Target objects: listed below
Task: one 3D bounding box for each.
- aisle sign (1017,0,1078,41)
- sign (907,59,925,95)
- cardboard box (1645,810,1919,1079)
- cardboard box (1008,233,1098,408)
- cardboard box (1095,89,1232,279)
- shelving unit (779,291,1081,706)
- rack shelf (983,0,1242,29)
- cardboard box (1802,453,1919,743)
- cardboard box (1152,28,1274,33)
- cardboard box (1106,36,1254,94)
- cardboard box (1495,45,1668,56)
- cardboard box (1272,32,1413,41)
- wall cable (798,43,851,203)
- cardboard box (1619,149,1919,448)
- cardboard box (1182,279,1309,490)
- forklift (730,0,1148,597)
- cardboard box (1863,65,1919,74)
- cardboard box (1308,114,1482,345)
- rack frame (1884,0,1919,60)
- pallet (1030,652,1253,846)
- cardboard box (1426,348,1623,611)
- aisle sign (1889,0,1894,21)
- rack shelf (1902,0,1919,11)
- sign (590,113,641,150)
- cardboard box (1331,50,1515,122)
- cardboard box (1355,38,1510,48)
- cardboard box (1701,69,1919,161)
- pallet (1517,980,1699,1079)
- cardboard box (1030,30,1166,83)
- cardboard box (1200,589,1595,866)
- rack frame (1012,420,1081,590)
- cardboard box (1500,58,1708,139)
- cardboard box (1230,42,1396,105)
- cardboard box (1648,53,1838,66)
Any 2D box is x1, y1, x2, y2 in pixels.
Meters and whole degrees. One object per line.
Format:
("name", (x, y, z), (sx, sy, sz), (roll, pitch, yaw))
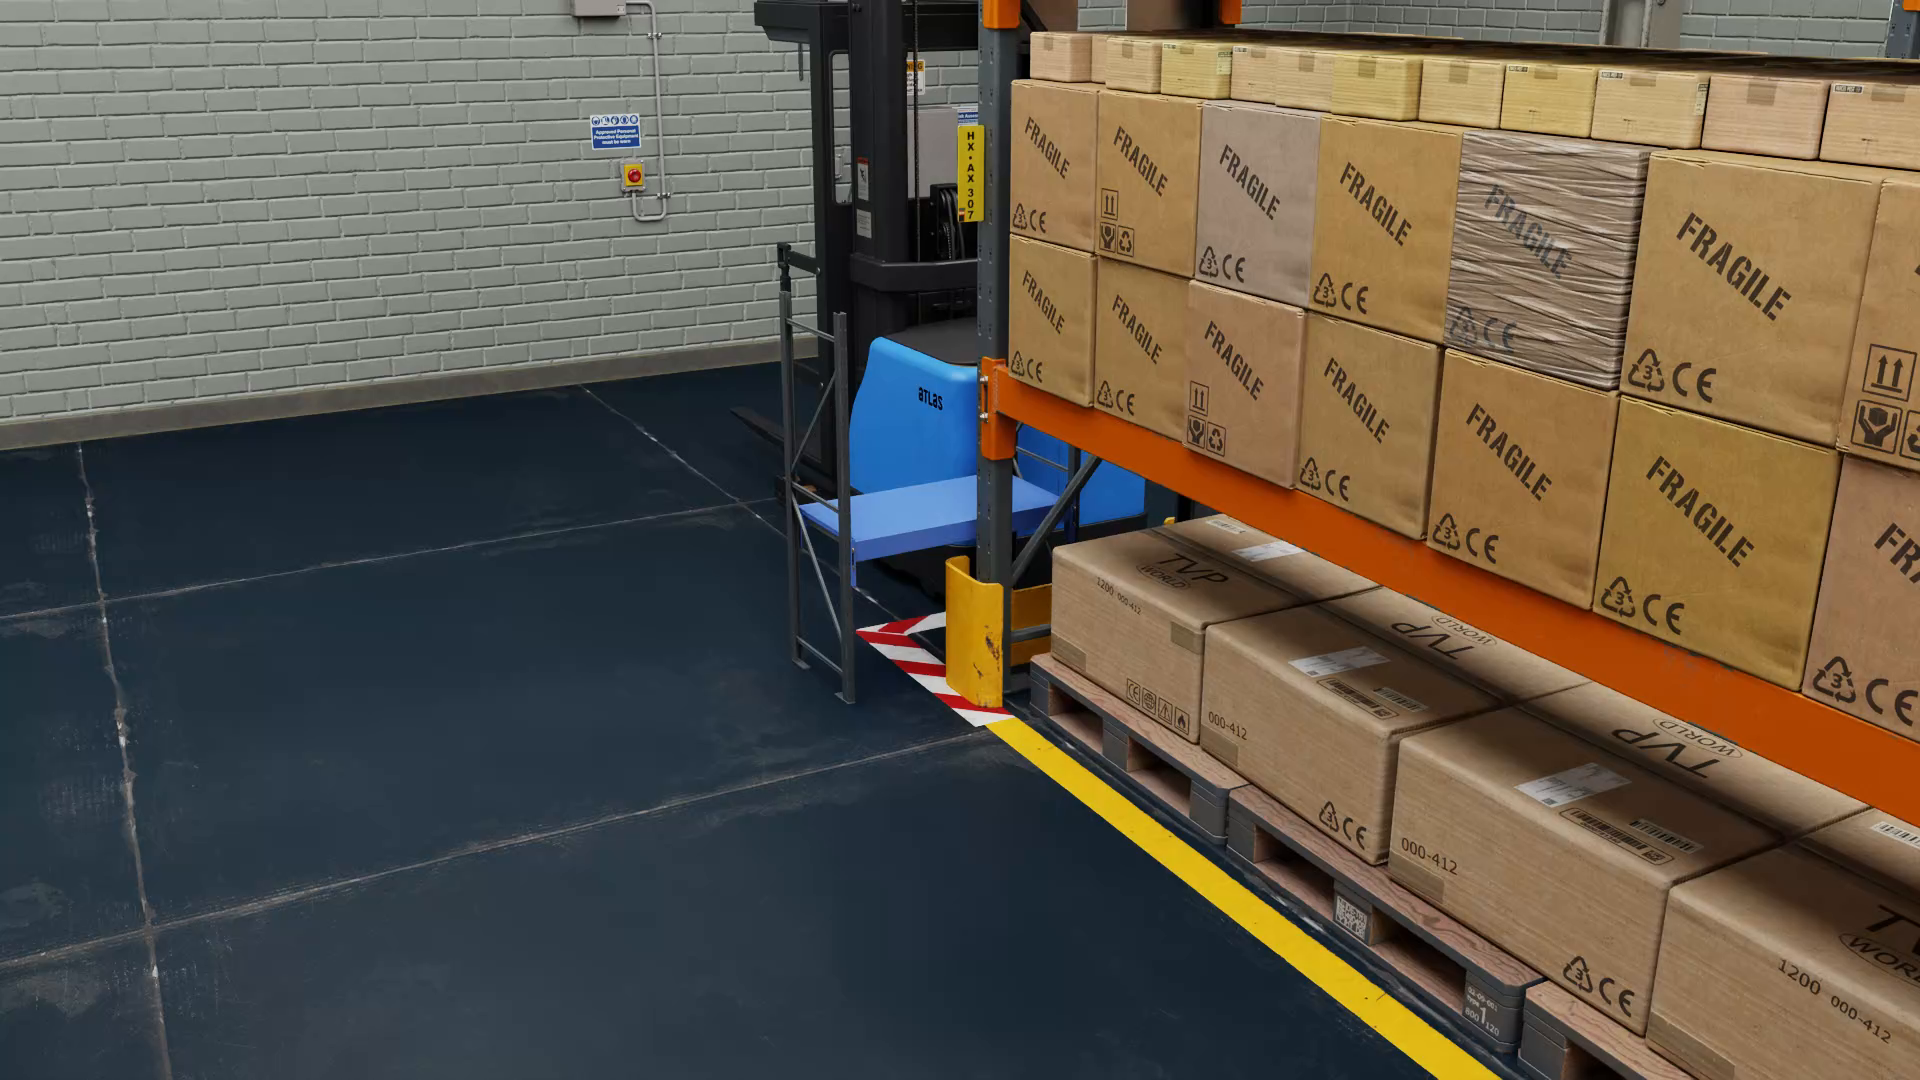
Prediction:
("aisle sign", (0.240, -2.110, 5.661), (0.394, 0.787, 0.004), (-10, 21, -27))
("sign", (-0.398, -3.245, 11.670), (0.339, 0.242, 0.001), (-10, 21, -27))
("cardboard box", (2.225, 1.059, 3.748), (0.875, 0.438, 0.875), (-10, 22, -27))
("cardboard box", (0.504, -0.770, 5.611), (0.500, 0.500, 0.500), (-10, 21, -27))
("cardboard box", (0.758, -1.096, 5.022), (0.500, 0.500, 0.500), (-11, 22, -28))
("shelving unit", (-0.102, -0.238, 6.520), (1.048, 1.500, 0.538), (-11, 22, -29))
("rack shelf", (1.479, -1.409, 4.120), (1.077, 0.370, 4.000), (-10, 21, -27))
("cardboard box", (1.983, 0.102, 3.083), (0.500, 0.500, 0.500), (-10, 21, -26))
("cardboard box", (0.876, -1.660, 5.662), (0.380, 0.149, 0.250), (-10, 21, -26))
("cardboard box", (0.664, -1.430, 4.997), (0.380, 0.149, 0.250), (-9, 21, -25))
("cardboard box", (1.638, -1.223, 4.398), (0.380, 0.149, 0.250), (-9, 21, -25))
("cardboard box", (1.214, -1.529, 5.284), (0.380, 0.149, 0.250), (-10, 22, -27))
("wall cable", (-0.926, -3.223, 11.317), (0.588, 1.984, 0.122), (-10, 21, -27))
("cardboard box", (1.728, -0.516, 3.343), (0.500, 0.500, 0.500), (-10, 22, -27))
("cardboard box", (0.995, -0.480, 4.771), (0.500, 0.500, 0.500), (-10, 21, -27))
("forklift", (-0.305, -1.563, 8.168), (1.130, 2.935, 3.031), (-10, 22, -28))
("cardboard box", (2.149, -0.933, 3.556), (0.380, 0.149, 0.250), (-10, 21, -27))
("cardboard box", (1.247, -0.806, 4.183), (0.500, 0.500, 0.500), (-10, 21, -26))
("rack frame", (4.896, -1.675, 8.387), (1.000, 3.000, 0.127), (-10, 21, -27))
("pallet", (0.978, 0.631, 5.980), (1.003, 0.211, 1.213), (-10, 21, -27))
("cardboard box", (1.483, -0.186, 3.920), (0.500, 0.500, 0.500), (-10, 22, -27))
("aisle sign", (4.605, -2.878, 7.888), (0.394, 0.787, 0.004), (-10, 21, -27))
("rack shelf", (5.845, -2.179, 6.351), (1.077, 0.370, 4.000), (-10, 21, -27))
("sign", (-2.240, -2.658, 10.821), (0.327, 0.218, 0.001), (-10, 21, -27))
("cardboard box", (1.153, -1.135, 4.142), (0.380, 0.149, 0.250), (-11, 22, -28))
("cardboard box", (1.359, -1.365, 4.807), (0.380, 0.149, 0.250), (-10, 22, -27))
("cardboard box", (1.727, -0.858, 3.338), (0.380, 0.149, 0.250), (-10, 21, -27))
("pallet", (2.136, 1.331, 3.950), (1.003, 0.211, 1.213), (-10, 21, -27))
("cardboard box", (0.454, -1.587, 5.451), (0.380, 0.149, 0.250), (-9, 21, -26))
("cardboard box", (1.373, 0.543, 5.243), (0.875, 0.438, 0.875), (-9, 21, -25))
("rack frame", (0.335, -0.322, 6.766), (0.032, 1.500, 0.500), (-11, 22, -29))
("cardboard box", (1.451, -0.999, 3.748), (0.380, 0.149, 0.250), (-10, 22, -28))
("cardboard box", (0.976, -1.290, 4.591), (0.380, 0.149, 0.250), (-10, 21, -26))
("cardboard box", (1.856, -1.073, 3.962), (0.380, 0.149, 0.250), (-10, 21, -27))
